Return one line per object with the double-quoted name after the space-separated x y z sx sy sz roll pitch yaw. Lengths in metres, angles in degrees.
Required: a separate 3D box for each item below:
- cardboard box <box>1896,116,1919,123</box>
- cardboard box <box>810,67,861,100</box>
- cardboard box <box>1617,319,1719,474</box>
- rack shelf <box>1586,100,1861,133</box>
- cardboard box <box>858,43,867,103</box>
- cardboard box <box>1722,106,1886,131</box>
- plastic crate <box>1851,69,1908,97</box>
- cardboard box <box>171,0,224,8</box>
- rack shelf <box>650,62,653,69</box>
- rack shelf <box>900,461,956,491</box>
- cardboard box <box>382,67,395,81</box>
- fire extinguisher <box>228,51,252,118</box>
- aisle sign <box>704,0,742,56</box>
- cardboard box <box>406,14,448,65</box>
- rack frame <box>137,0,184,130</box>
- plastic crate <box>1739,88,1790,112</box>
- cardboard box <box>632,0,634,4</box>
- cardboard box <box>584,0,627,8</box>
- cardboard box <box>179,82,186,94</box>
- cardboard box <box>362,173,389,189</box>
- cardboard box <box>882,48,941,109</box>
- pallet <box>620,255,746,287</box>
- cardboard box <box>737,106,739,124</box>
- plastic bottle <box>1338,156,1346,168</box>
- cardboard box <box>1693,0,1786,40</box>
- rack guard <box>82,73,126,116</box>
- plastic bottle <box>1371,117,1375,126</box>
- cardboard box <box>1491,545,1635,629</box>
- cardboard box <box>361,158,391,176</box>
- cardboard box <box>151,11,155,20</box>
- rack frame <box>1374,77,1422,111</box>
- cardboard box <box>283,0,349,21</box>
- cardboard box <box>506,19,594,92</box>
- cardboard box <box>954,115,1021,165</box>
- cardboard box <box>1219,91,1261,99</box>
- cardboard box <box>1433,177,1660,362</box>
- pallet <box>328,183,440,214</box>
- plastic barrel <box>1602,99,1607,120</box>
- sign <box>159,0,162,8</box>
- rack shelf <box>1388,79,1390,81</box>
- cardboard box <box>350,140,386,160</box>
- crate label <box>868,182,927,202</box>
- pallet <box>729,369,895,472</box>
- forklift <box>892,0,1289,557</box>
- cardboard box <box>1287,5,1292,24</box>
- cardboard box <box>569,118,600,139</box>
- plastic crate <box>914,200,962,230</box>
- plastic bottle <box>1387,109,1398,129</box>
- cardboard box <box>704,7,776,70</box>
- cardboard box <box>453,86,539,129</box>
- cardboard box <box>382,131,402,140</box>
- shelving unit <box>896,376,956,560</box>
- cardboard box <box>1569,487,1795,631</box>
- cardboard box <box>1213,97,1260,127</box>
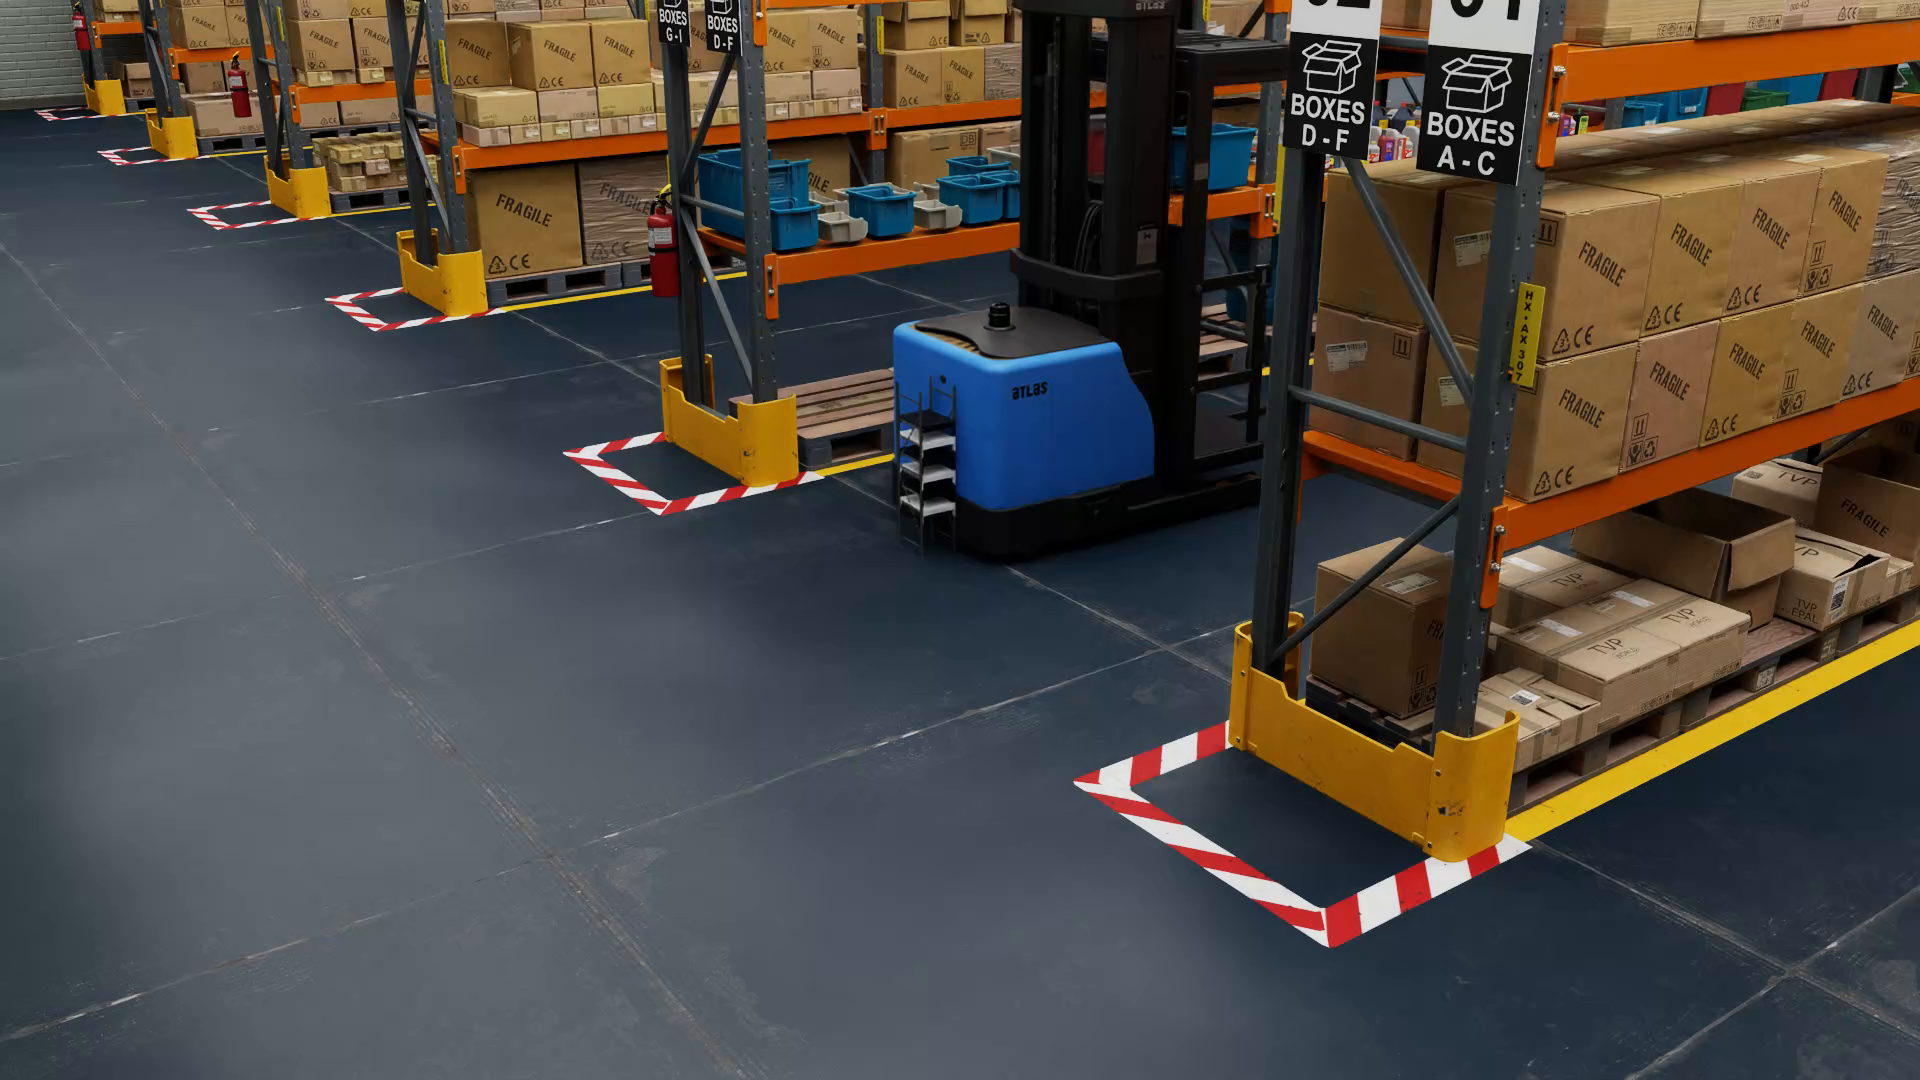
4.482 -1.608 7.394 0.500 0.500 0.500 -15 26 -33 "cardboard box"
-1.247 -4.159 15.073 0.500 0.250 0.500 -15 26 -34 "cardboard box"
2.424 -0.595 6.204 0.500 0.500 0.500 -15 26 -33 "cardboard box"
6.722 -3.740 15.191 4.000 0.370 1.077 -15 26 -33 "rack shelf"
-0.821 -4.495 15.979 0.500 0.500 0.500 -15 26 -33 "cardboard box"
3.776 -1.666 7.539 0.500 0.500 0.500 -16 27 -34 "cardboard box"
8.844 -4.553 16.342 0.504 0.338 0.767 -15 26 -33 "plastic crate"
-9.520 -6.910 20.681 0.500 0.500 0.500 -16 27 -34 "cardboard box"
-2.233 -5.878 20.550 4.000 0.370 1.077 -15 26 -33 "rack shelf"
-0.175 -0.344 8.633 0.200 0.077 0.258 -14 26 -31 "rack shelf"
-6.086 -4.975 17.656 0.250 0.149 0.380 -14 25 -30 "cardboard box"
-7.577 -4.789 17.457 0.183 0.674 0.296 -15 26 -33 "fire extinguisher"
-1.281 -3.012 8.889 0.004 0.787 0.394 -15 26 -33 "aisle sign"
-5.753 -5.338 17.690 0.500 0.500 0.500 -15 26 -32 "cardboard box"
-10.076 -6.381 20.839 0.127 3.000 1.000 -15 26 -33 "rack frame"
7.096 -3.946 15.025 0.662 0.188 0.450 -15 26 -33 "plastic crate"
-4.645 -7.865 24.086 0.500 0.250 0.500 -16 27 -34 "cardboard box"
-4.080 -6.245 18.614 0.500 0.500 0.500 -16 27 -35 "cardboard box"
-12.059 -6.928 25.492 0.250 0.149 0.380 -16 27 -35 "cardboard box"
-6.326 -3.883 17.859 0.250 0.149 0.380 -15 26 -33 "cardboard box"
-0.522 -4.336 15.580 0.500 0.500 0.500 -15 26 -33 "cardboard box"
-2.696 -2.563 15.035 1.213 0.211 1.003 -15 26 -33 "pallet"
-1.933 -3.761 14.613 0.250 0.149 0.380 -14 26 -32 "cardboard box"
2.746 -2.782 11.989 0.135 0.276 0.152 -15 26 -33 "plastic bottle"
2.473 -1.881 5.718 0.500 0.250 0.500 -15 26 -33 "cardboard box"
-12.916 -6.729 25.084 0.348 0.500 1.175 -15 26 -33 "rack guard"
3.208 -3.209 13.065 0.097 0.271 0.097 0 22 0 "plastic bottle"
2.580 0.266 7.299 0.500 0.250 0.500 -15 26 -33 "cardboard box"
-6.273 -4.001 17.754 0.250 0.149 0.380 -15 26 -33 "cardboard box"
-12.179 -7.881 24.939 0.250 0.149 0.380 -15 26 -34 "cardboard box"
5.452 -5.997 19.877 0.127 3.000 1.000 -15 26 -33 "rack frame"
-6.584 -5.580 16.947 0.500 0.500 0.500 -15 26 -33 "cardboard box"
-3.335 -3.947 13.530 0.500 0.500 0.500 -16 27 -34 "cardboard box"
0.191 -3.812 16.701 0.875 0.875 1.225 -16 27 -35 "cardboard box"
3.919 -7.030 24.768 0.875 0.875 0.875 -15 26 -32 "cardboard box"
2.008 -0.946 5.735 0.500 0.500 0.500 -14 26 -31 "cardboard box"
-6.361 -3.800 18.134 1.213 0.211 1.003 -15 26 -33 "pallet"
5.808 -3.980 14.671 0.421 0.512 0.421 0 22 0 "plastic barrel"
-9.757 -6.651 20.243 0.005 0.325 0.100 -15 26 -33 "sign"
7.076 -6.096 21.095 4.000 0.370 1.077 -15 26 -33 "rack shelf"
-6.326 -4.168 17.771 0.250 0.149 0.380 -14 26 -32 "cardboard box"
-0.384 -2.172 10.566 0.243 0.136 0.396 -15 26 -33 "crate label"
-0.704 -0.781 10.569 1.213 0.211 1.003 -15 26 -33 "pallet"
1.136 -1.674 9.136 3.031 2.935 1.130 -14 26 -31 "forklift"
4.099 -5.837 18.770 0.637 0.503 0.797 -12 25 -27 "cardboard box"
-3.182 -3.429 13.780 0.250 0.149 0.380 -15 26 -34 "cardboard box"
-0.144 -1.960 10.037 0.298 0.136 0.250 -15 26 -33 "plastic crate"
3.432 -3.287 13.253 0.135 0.276 0.152 -15 26 -33 "plastic bottle"
-1.984 -4.551 15.043 0.500 0.500 0.500 -15 26 -33 "cardboard box"
-3.741 -3.491 13.397 0.500 0.250 0.500 -16 27 -34 "cardboard box"
-6.201 -4.420 18.403 0.250 0.149 0.380 -16 27 -35 "cardboard box"
-0.175 -0.375 8.621 0.210 0.900 0.258 -14 26 -31 "shelving unit"
3.219 0.079 7.425 0.637 0.503 0.797 -15 26 -33 "cardboard box"
3.156 -4.794 18.632 0.500 0.250 0.500 -12 25 -27 "cardboard box"
